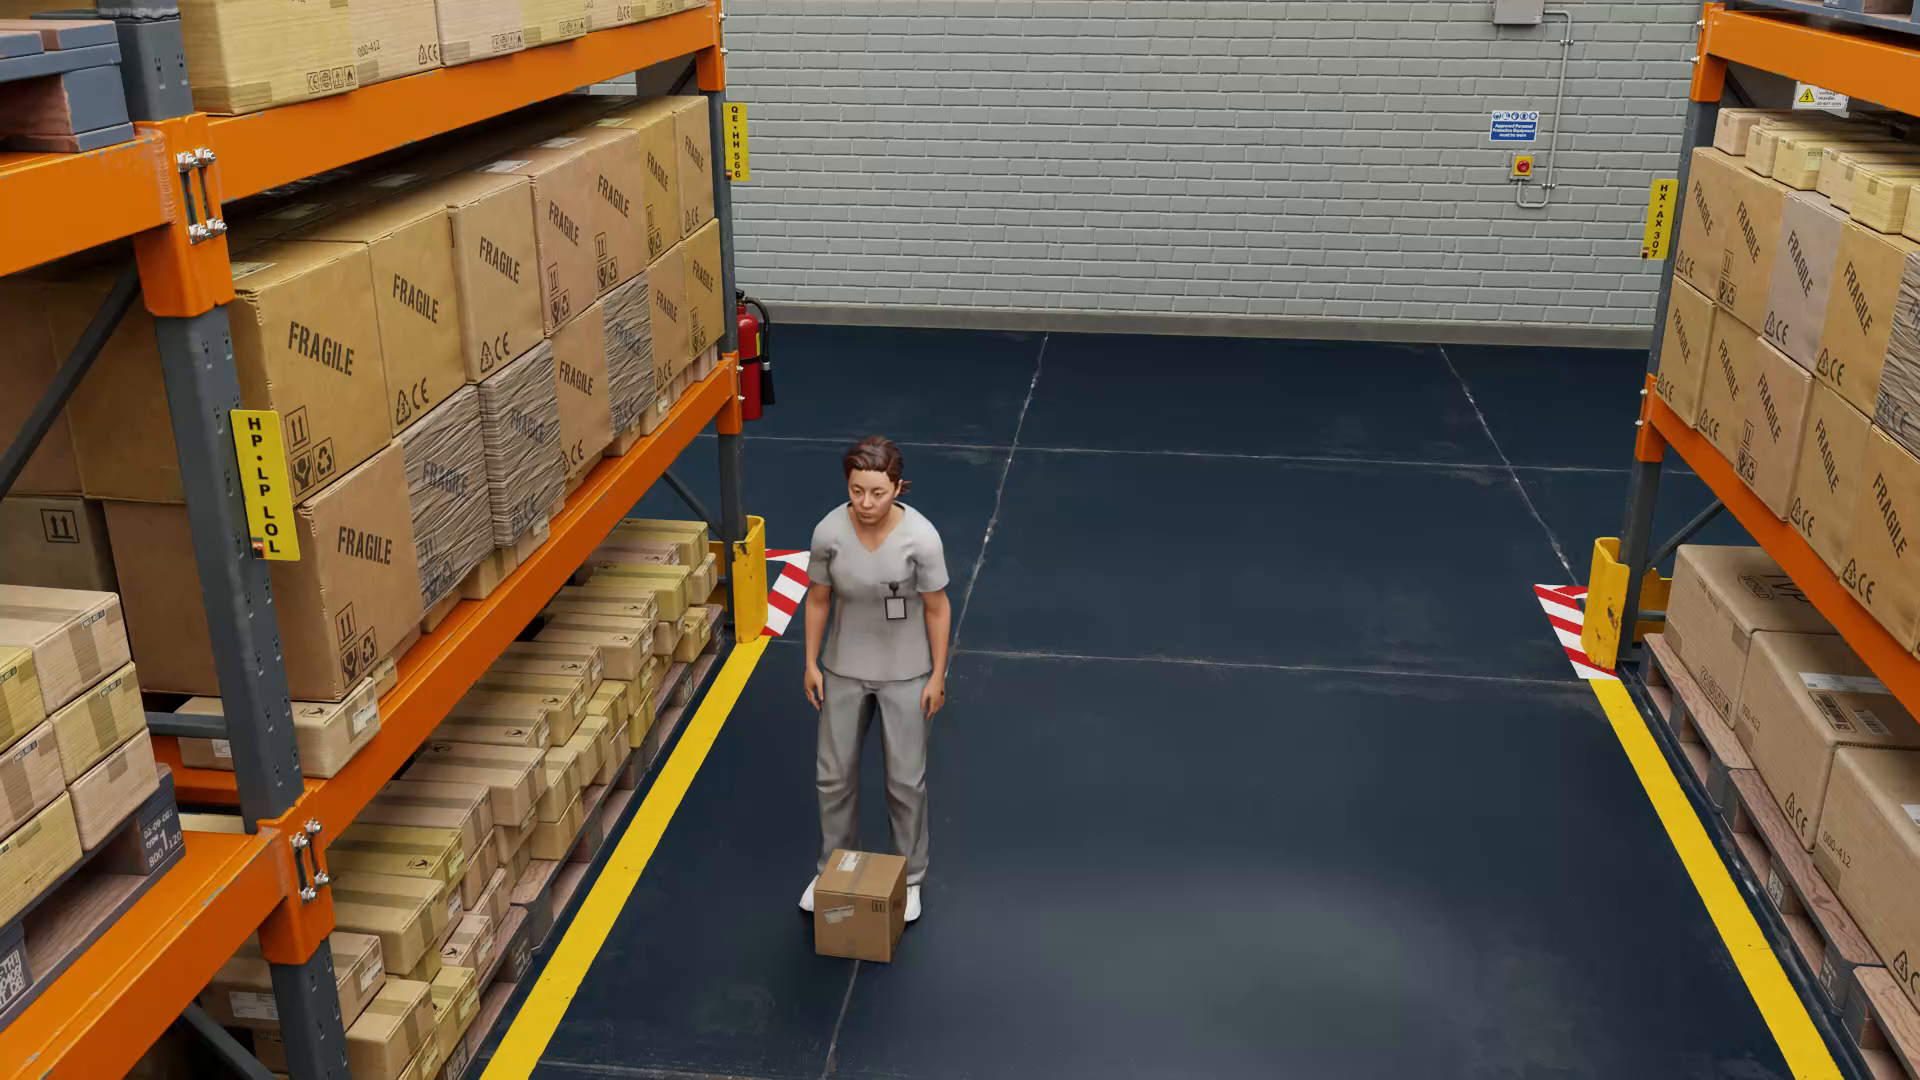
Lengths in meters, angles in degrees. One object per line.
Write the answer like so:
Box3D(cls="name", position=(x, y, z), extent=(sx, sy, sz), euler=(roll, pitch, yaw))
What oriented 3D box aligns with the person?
Box3D(cls="person", position=(-0.279, 0.447, 5.437), extent=(0.493, 1.672, 0.359), euler=(4, 22, 10))
